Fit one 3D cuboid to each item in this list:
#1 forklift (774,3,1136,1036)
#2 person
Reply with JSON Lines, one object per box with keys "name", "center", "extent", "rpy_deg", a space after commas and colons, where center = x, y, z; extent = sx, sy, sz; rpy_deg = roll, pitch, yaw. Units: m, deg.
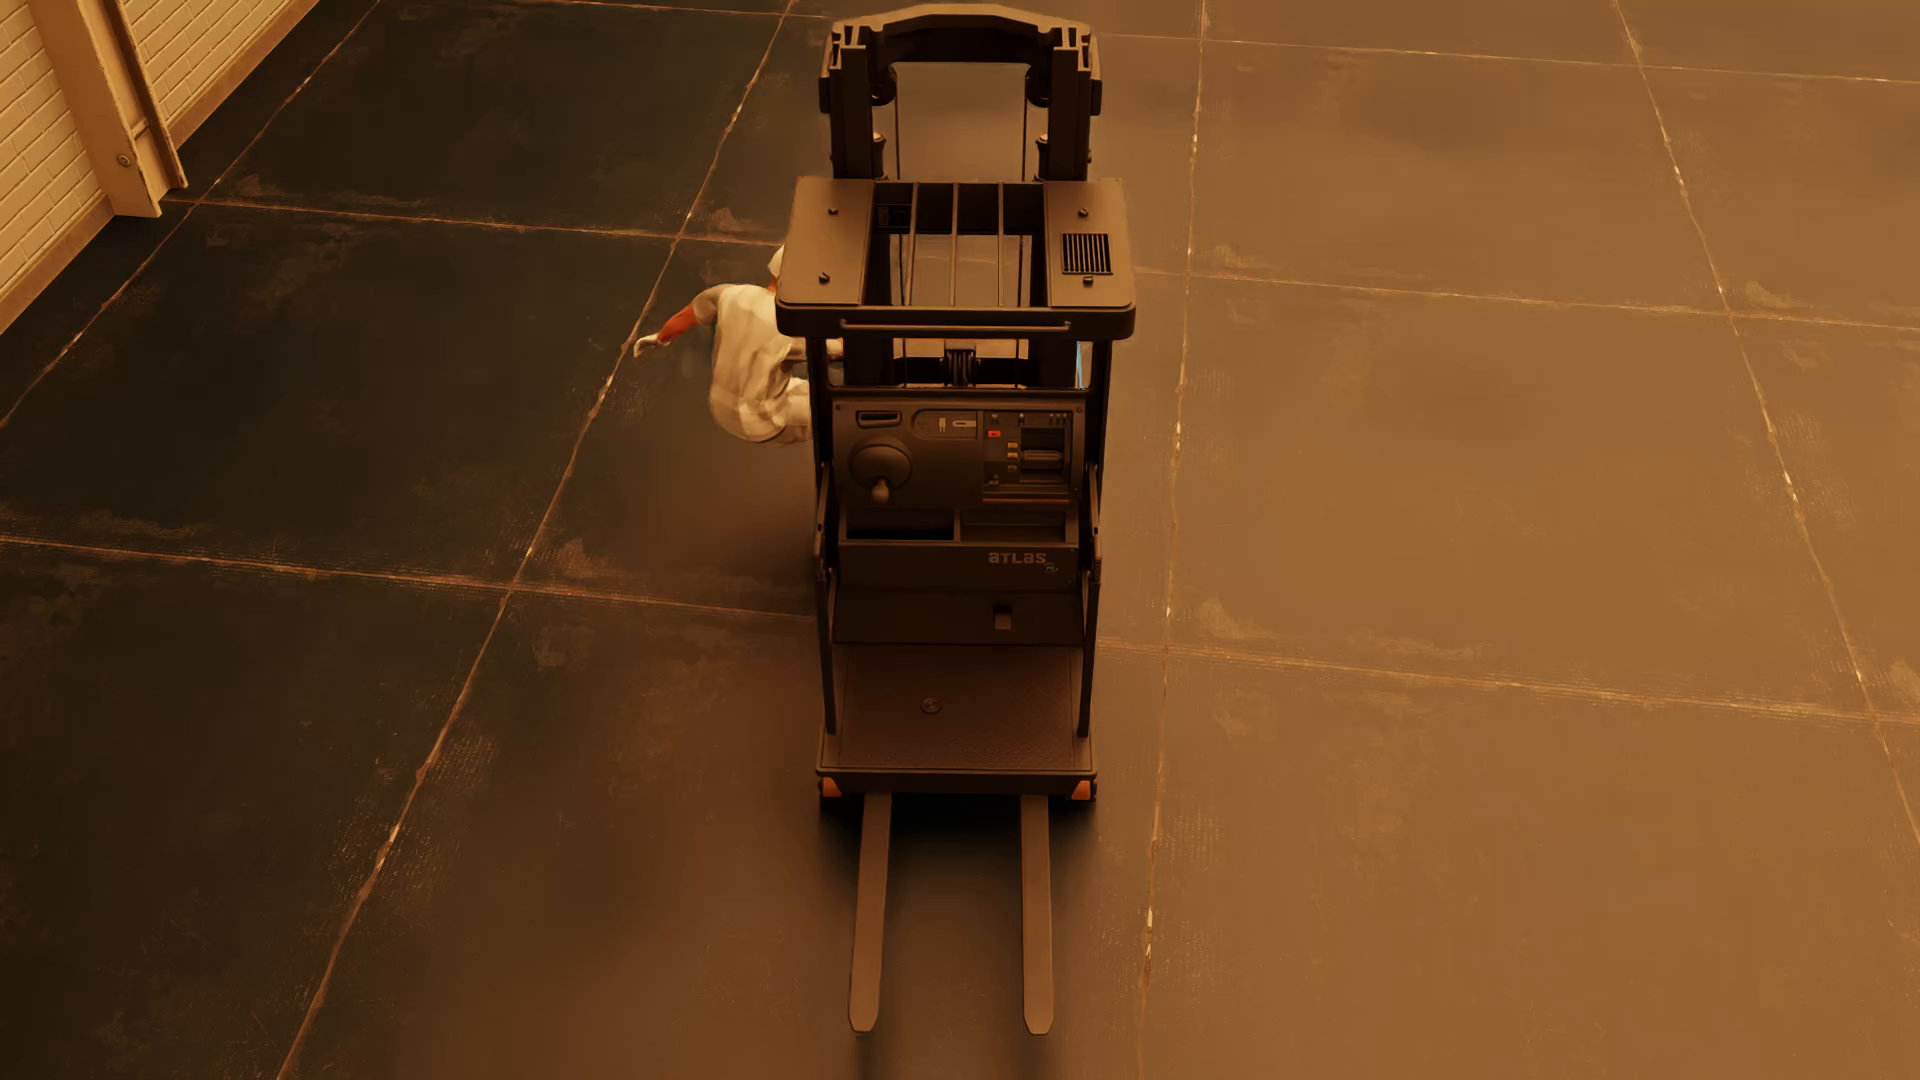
{"name": "forklift", "center": [-0.007, -0.243, 5.989], "extent": [1.130, 2.935, 3.031], "rpy_deg": [1, 43, 1]}
{"name": "person", "center": [-0.815, -0.807, 7.728], "extent": [1.084, 1.497, 0.964], "rpy_deg": [32, 51, 30]}
